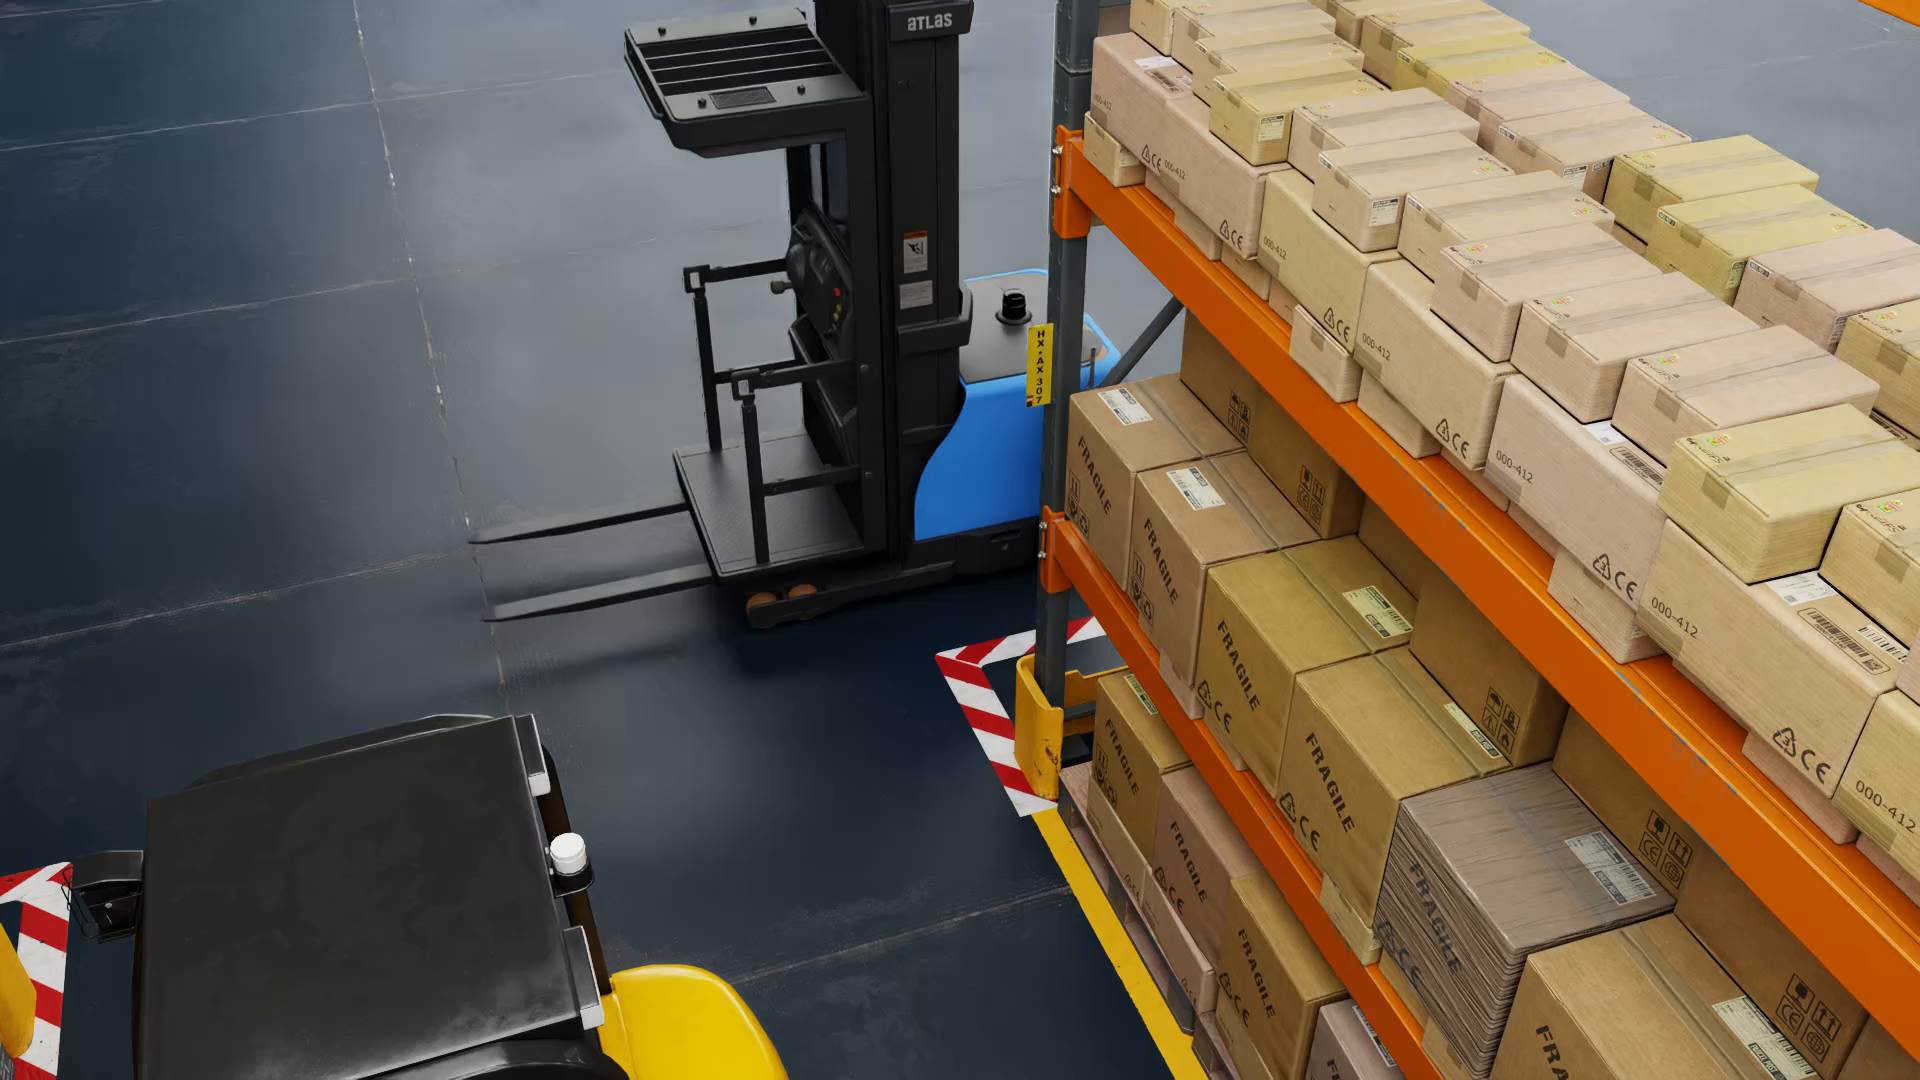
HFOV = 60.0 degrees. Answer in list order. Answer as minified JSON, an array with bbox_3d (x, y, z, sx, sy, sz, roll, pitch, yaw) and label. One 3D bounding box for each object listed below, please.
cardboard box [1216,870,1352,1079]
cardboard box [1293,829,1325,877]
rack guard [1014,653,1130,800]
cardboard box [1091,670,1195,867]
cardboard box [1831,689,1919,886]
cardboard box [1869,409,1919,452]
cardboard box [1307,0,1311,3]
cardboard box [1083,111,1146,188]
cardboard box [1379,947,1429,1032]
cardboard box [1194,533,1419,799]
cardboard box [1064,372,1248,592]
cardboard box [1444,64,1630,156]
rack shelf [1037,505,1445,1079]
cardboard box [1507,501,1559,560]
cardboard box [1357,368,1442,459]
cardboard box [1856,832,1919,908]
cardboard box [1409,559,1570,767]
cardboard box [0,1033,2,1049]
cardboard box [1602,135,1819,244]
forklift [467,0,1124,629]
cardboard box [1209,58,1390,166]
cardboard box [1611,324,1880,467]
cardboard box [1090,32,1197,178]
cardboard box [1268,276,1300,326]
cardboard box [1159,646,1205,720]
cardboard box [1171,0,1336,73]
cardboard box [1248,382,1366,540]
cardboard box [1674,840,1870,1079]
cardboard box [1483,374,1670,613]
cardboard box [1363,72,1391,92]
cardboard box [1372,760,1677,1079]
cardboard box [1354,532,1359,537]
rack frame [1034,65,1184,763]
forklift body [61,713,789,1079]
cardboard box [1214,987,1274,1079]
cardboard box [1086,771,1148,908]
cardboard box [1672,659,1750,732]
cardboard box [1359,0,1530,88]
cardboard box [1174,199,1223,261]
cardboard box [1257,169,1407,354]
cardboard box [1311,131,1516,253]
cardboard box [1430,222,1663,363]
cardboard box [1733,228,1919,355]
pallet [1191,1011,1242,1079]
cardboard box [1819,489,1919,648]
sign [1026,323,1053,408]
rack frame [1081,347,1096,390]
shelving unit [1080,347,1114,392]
[{"bbox_3d":[1.168,1.357,5.268,0.500,0.500,0.500,-12,39,-15],"label":"cardboard box"},{"bbox_3d":[1.205,0.846,4.843,0.380,0.149,0.250,-13,39,-17],"label":"cardboard box"},{"bbox_3d":[0.818,0.662,6.956,1.175,0.500,0.348,-12,39,-16],"label":"rack guard"},{"bbox_3d":[0.819,0.777,6.038,0.500,0.500,0.500,-14,39,-17],"label":"cardboard box"},{"bbox_3d":[1.763,0.428,2.573,0.500,0.250,0.500,-13,39,-16],"label":"cardboard box"},{"bbox_3d":[1.928,-0.258,3.483,0.500,0.250,0.500,-12,39,-16],"label":"cardboard box"},{"bbox_3d":[1.186,-1.666,5.022,0.380,0.149,0.250,-12,39,-16],"label":"cardboard box"},{"bbox_3d":[0.602,-1.223,5.096,0.380,0.149,0.250,-12,39,-16],"label":"cardboard box"},{"bbox_3d":[1.359,1.138,4.455,0.380,0.149,0.250,-13,39,-17],"label":"cardboard box"},{"bbox_3d":[1.053,0.366,4.941,0.500,0.500,0.500,-13,39,-17],"label":"cardboard box"},{"bbox_3d":[0.695,-0.214,5.710,0.500,0.500,0.500,-13,39,-17],"label":"cardboard box"},{"bbox_3d":[1.460,-1.079,4.242,0.380,0.149,0.250,-12,39,-16],"label":"cardboard box"},{"bbox_3d":[1.481,1.037,4.978,1.077,0.370,4.000,-12,39,-16],"label":"rack shelf"},{"bbox_3d":[1.423,-0.081,3.581,0.380,0.149,0.250,-12,39,-15],"label":"cardboard box"},{"bbox_3d":[1.179,-0.353,3.942,0.380,0.149,0.250,-13,39,-17],"label":"cardboard box"},{"bbox_3d":[1.770,0.506,2.801,0.380,0.149,0.250,-12,39,-15],"label":"cardboard box"},{"bbox_3d":[1.654,0.170,4.370,0.700,0.500,0.500,-13,39,-16],"label":"cardboard box"},{"bbox_3d":[-3.409,1.781,5.329,0.500,0.250,0.500,-12,39,-16],"label":"cardboard box"},{"bbox_3d":[1.745,-0.807,3.881,0.380,0.149,0.250,-11,38,-15],"label":"cardboard box"},{"bbox_3d":[-0.803,-1.119,7.300,3.031,2.935,1.130,-12,39,-15],"label":"forklift"},{"bbox_3d":[0.869,-1.103,4.274,0.380,0.149,0.250,-13,39,-16],"label":"cardboard box"},{"bbox_3d":[1.482,-0.256,3.149,0.380,0.149,0.250,-13,39,-17],"label":"cardboard box"},{"bbox_3d":[0.715,-1.298,4.864,0.500,0.250,0.500,-13,39,-17],"label":"cardboard box"},{"bbox_3d":[1.038,-0.653,4.339,0.380,0.149,0.250,-14,39,-17],"label":"cardboard box"},{"bbox_3d":[0.874,0.414,5.415,0.380,0.149,0.250,-12,39,-15],"label":"cardboard box"},{"bbox_3d":[0.825,-1.414,4.687,0.380,0.149,0.250,-13,39,-16],"label":"cardboard box"},{"bbox_3d":[1.340,-0.407,5.136,0.700,0.500,0.500,-12,39,-16],"label":"cardboard box"},{"bbox_3d":[2.066,0.735,3.619,0.700,0.500,0.500,-12,39,-16],"label":"cardboard box"},{"bbox_3d":[1.427,-0.147,3.337,0.500,0.250,0.500,-13,39,-17],"label":"cardboard box"},{"bbox_3d":[1.381,-1.116,4.623,0.500,0.250,0.500,-13,39,-17],"label":"cardboard box"},{"bbox_3d":[1.416,0.940,4.179,0.500,0.500,0.500,-11,38,-15],"label":"cardboard box"},{"bbox_3d":[1.406,-0.005,5.433,0.500,0.500,0.500,-12,39,-16],"label":"cardboard box"},{"bbox_3d":[0.792,-0.380,6.261,1.000,3.000,0.127,-12,39,-16],"label":"rack frame"},{"bbox_3d":[-1.501,1.682,4.229,2.313,2.155,1.214,-12,39,-16],"label":"forklift body"},{"bbox_3d":[1.178,1.659,5.490,0.500,0.250,0.500,-10,38,-13],"label":"cardboard box"},{"bbox_3d":[0.810,1.064,6.281,0.500,0.250,0.500,-13,39,-16],"label":"cardboard box"},{"bbox_3d":[1.616,0.213,3.189,0.380,0.149,0.250,-14,39,-17],"label":"cardboard box"},{"bbox_3d":[1.344,-1.372,4.632,0.380,0.149,0.250,-13,39,-16],"label":"cardboard box"},{"bbox_3d":[0.835,-0.936,4.716,0.380,0.149,0.250,-11,38,-15],"label":"cardboard box"},{"bbox_3d":[1.080,-0.724,4.103,0.500,0.250,0.500,-11,38,-15],"label":"cardboard box"},{"bbox_3d":[1.058,-0.818,3.896,0.380,0.149,0.250,-11,38,-15],"label":"cardboard box"},{"bbox_3d":[1.232,-0.526,3.509,0.380,0.149,0.250,-12,39,-15],"label":"cardboard box"},{"bbox_3d":[1.867,-0.506,3.482,0.380,0.149,0.250,-13,39,-17],"label":"cardboard box"},{"bbox_3d":[1.481,1.931,5.511,1.003,0.211,1.213,-12,39,-16],"label":"pallet"},{"bbox_3d":[1.688,0.033,2.766,0.380,0.149,0.250,-12,38,-15],"label":"cardboard box"},{"bbox_3d":[0.283,-0.613,5.851,0.100,0.325,0.005,-12,39,-16],"label":"sign"},{"bbox_3d":[0.494,-0.345,7.711,0.240,1.200,0.006,-16,40,-20],"label":"rack frame"},{"bbox_3d":[0.533,-0.295,7.645,0.258,1.200,0.189,-16,40,-20],"label":"shelving unit"}]
